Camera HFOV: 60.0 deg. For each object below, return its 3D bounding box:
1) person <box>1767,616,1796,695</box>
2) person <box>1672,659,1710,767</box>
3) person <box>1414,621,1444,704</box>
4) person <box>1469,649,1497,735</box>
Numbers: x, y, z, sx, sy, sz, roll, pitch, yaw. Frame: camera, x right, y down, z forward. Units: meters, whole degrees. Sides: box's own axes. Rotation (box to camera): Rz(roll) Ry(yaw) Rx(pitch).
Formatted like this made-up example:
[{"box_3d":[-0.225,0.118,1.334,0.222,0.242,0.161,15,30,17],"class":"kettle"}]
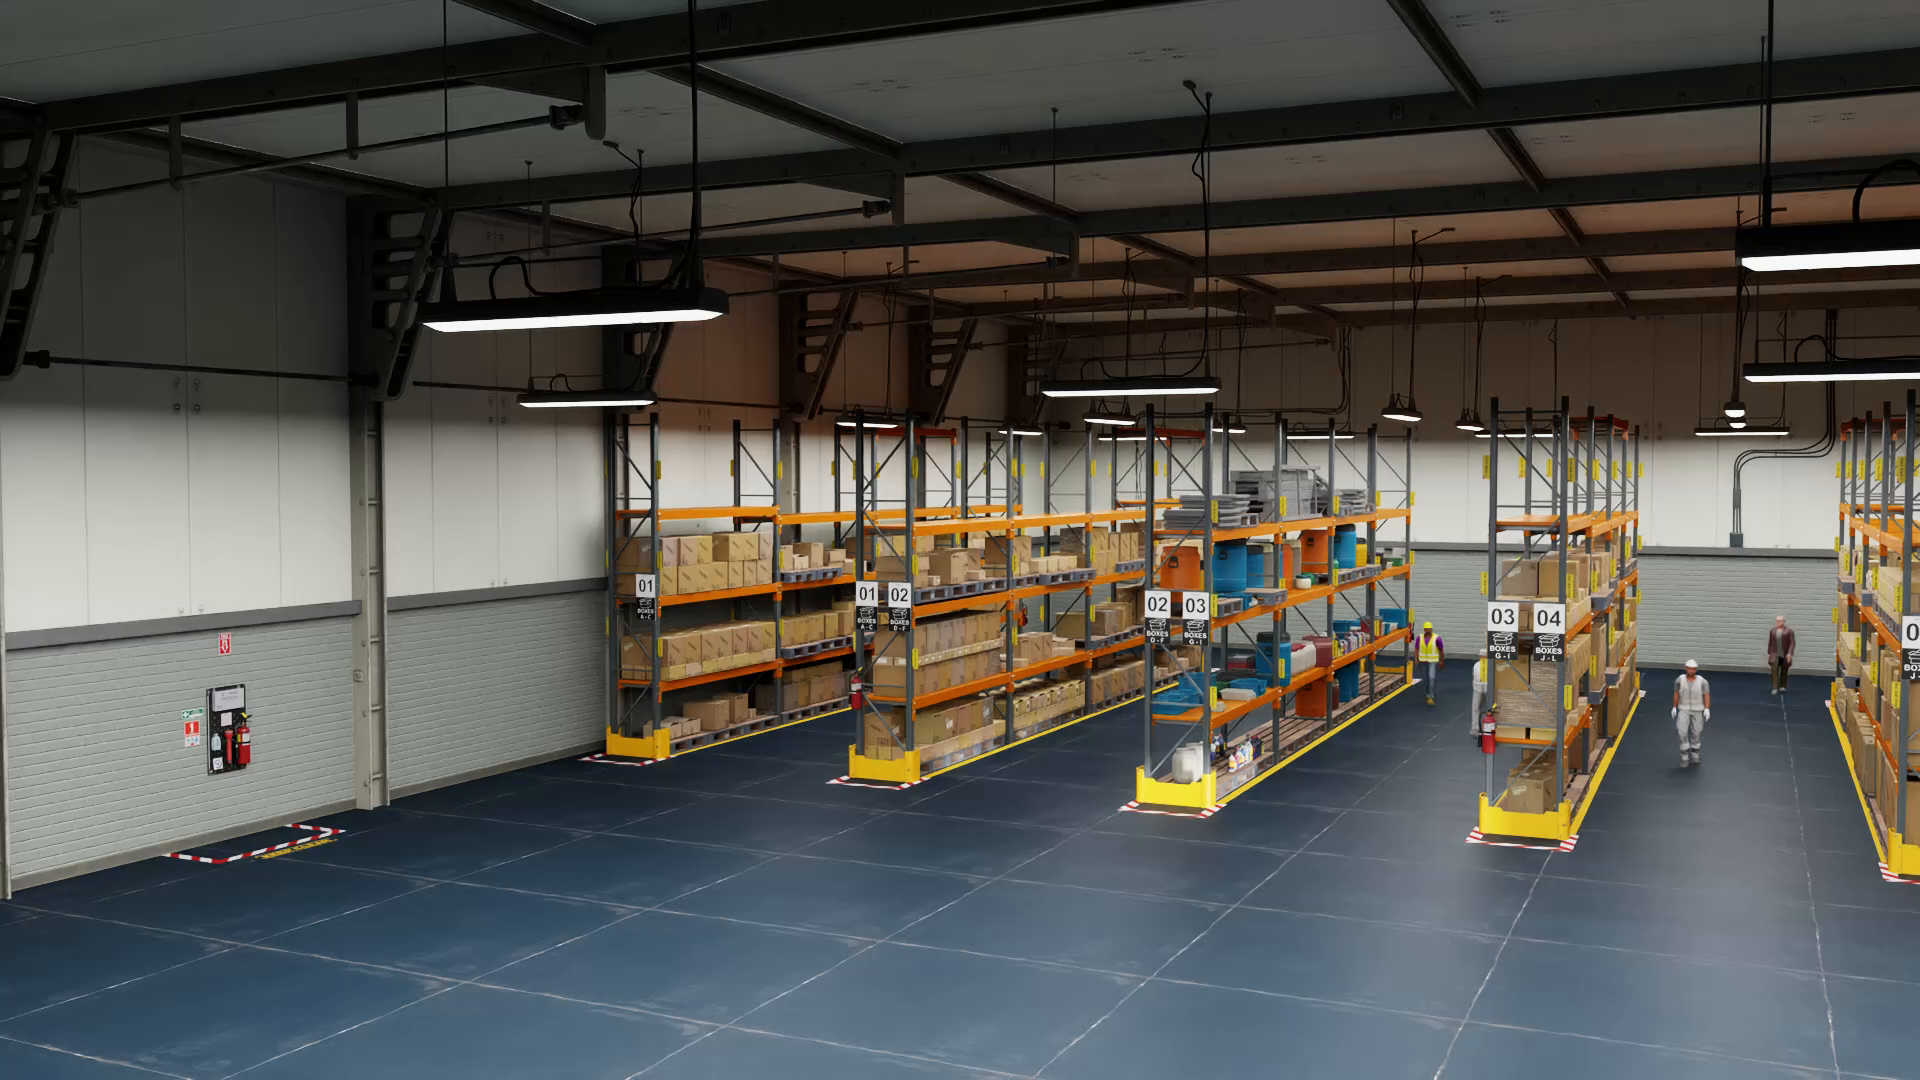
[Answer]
[{"box_3d":[18.261,2.557,36.974,0.564,1.718,1.103,1,3,26],"class":"person"},{"box_3d":[12.392,2.943,28.195,0.610,1.846,0.557,1,3,27],"class":"person"},{"box_3d":[10.024,2.610,35.660,0.587,1.720,0.926,2,3,35],"class":"person"},{"box_3d":[9.875,2.855,31.321,0.501,1.611,0.949,2,3,35],"class":"person"}]
